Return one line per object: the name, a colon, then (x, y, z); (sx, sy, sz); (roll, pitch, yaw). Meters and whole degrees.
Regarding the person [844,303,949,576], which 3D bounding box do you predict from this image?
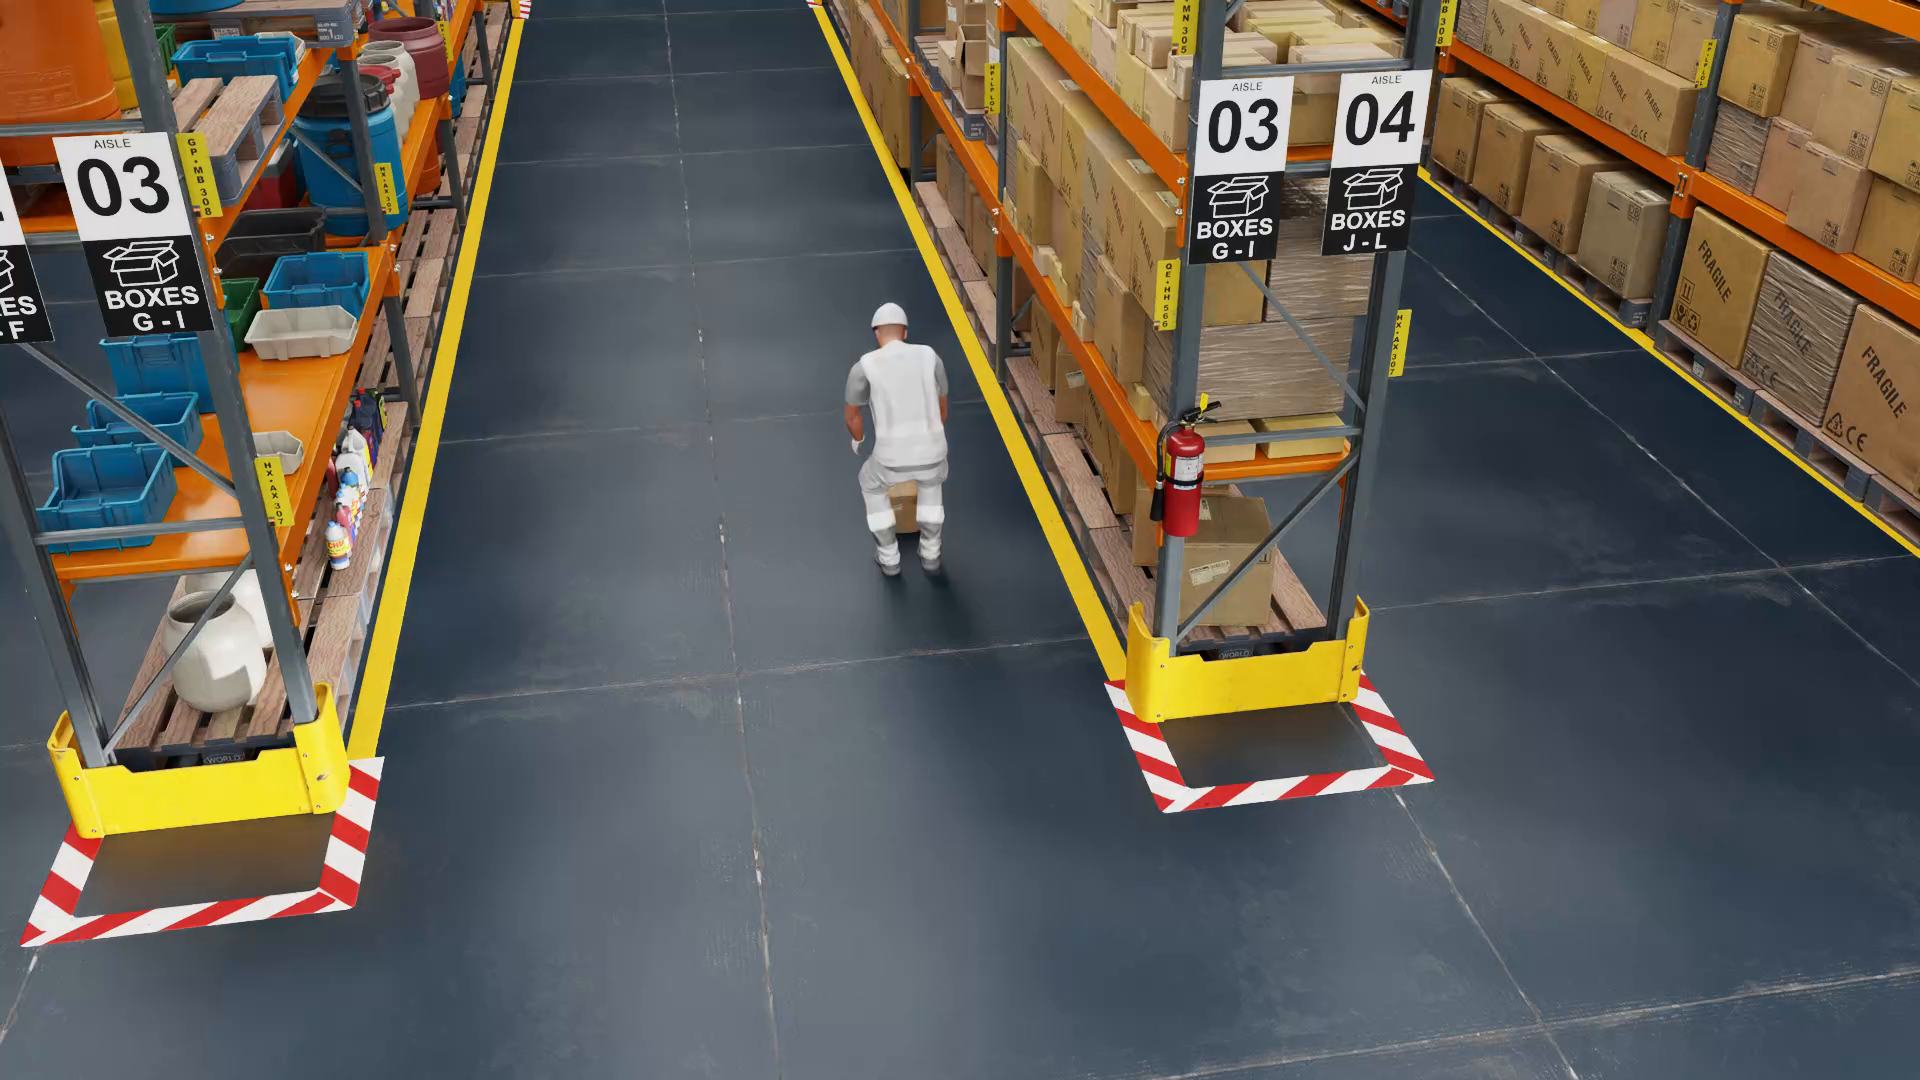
person: (-0.346, -0.539, 9.319); (0.581, 1.500, 0.711); (-5, 31, -9)
